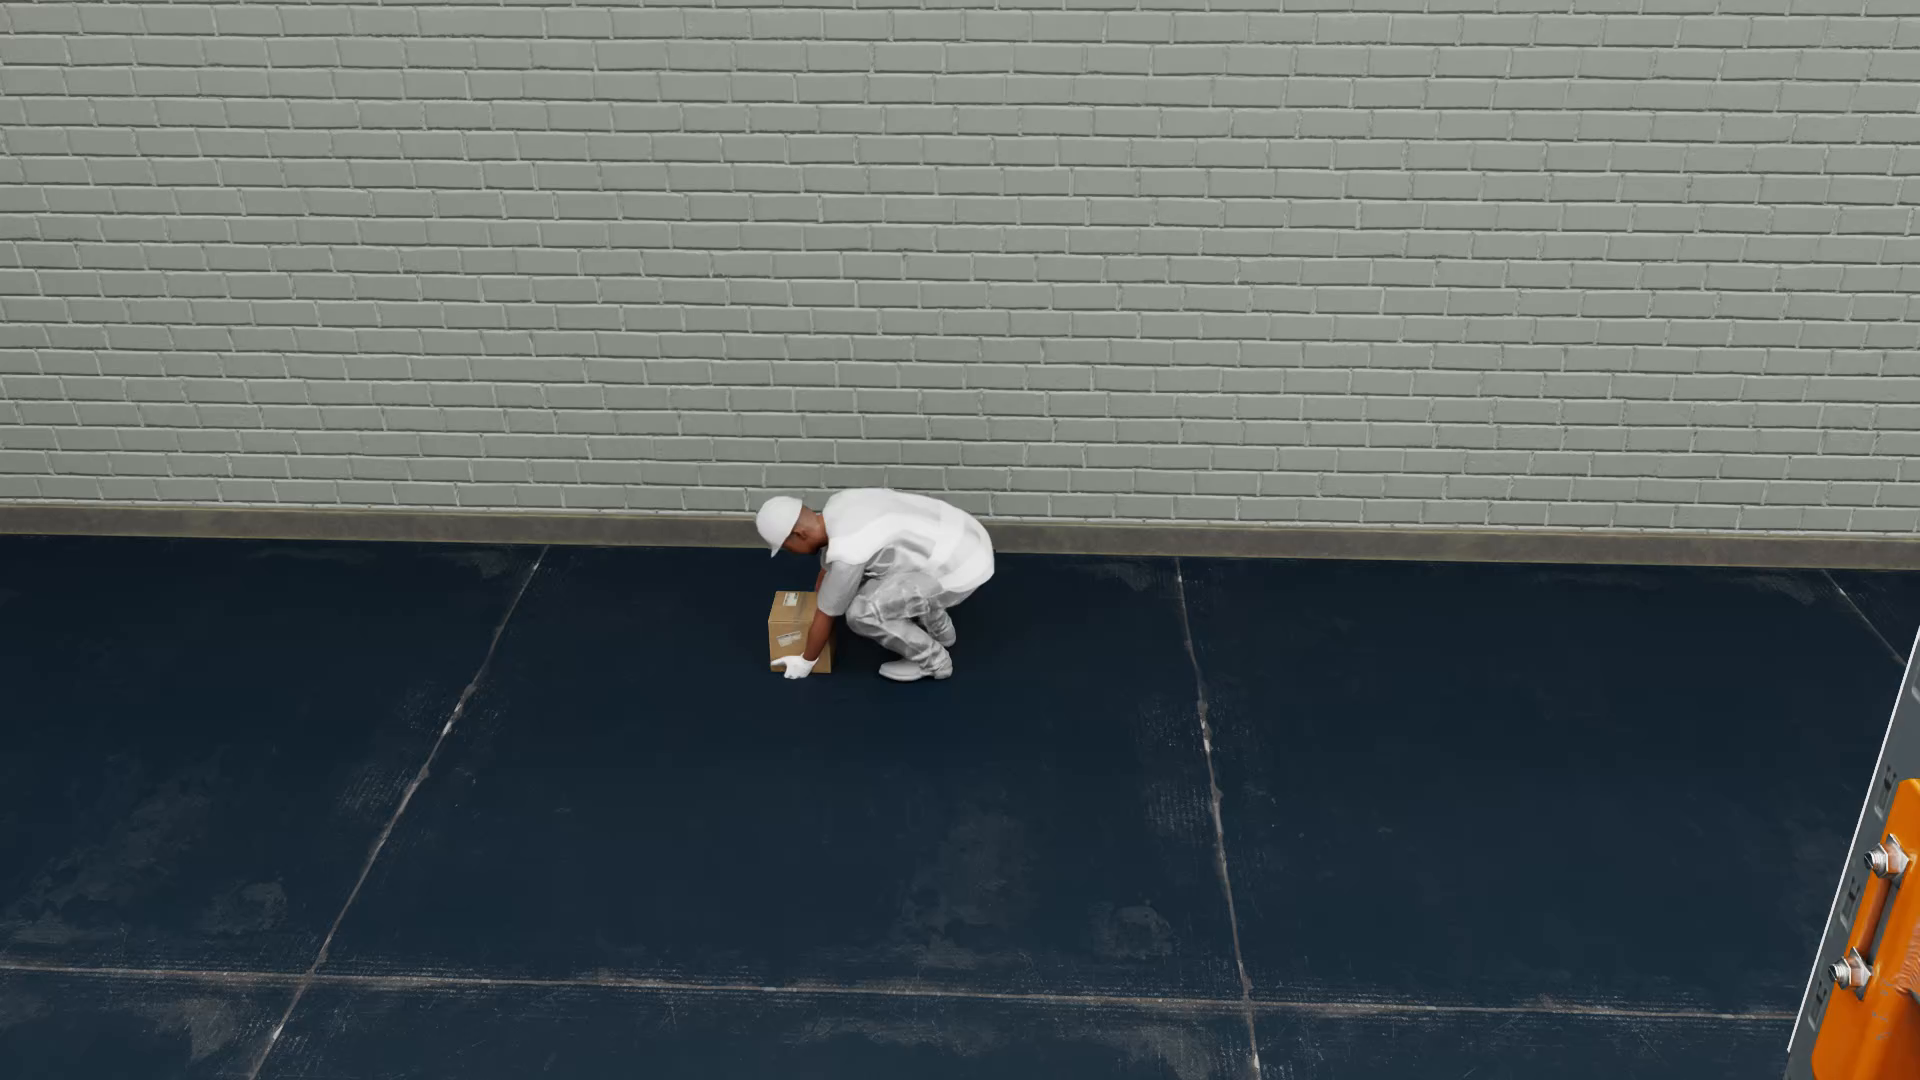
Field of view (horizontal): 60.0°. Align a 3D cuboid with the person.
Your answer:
[{"bbox_3d":[-0.340,0.190,6.878,0.962,0.833,0.564,0,28,1],"label":"person"}]
